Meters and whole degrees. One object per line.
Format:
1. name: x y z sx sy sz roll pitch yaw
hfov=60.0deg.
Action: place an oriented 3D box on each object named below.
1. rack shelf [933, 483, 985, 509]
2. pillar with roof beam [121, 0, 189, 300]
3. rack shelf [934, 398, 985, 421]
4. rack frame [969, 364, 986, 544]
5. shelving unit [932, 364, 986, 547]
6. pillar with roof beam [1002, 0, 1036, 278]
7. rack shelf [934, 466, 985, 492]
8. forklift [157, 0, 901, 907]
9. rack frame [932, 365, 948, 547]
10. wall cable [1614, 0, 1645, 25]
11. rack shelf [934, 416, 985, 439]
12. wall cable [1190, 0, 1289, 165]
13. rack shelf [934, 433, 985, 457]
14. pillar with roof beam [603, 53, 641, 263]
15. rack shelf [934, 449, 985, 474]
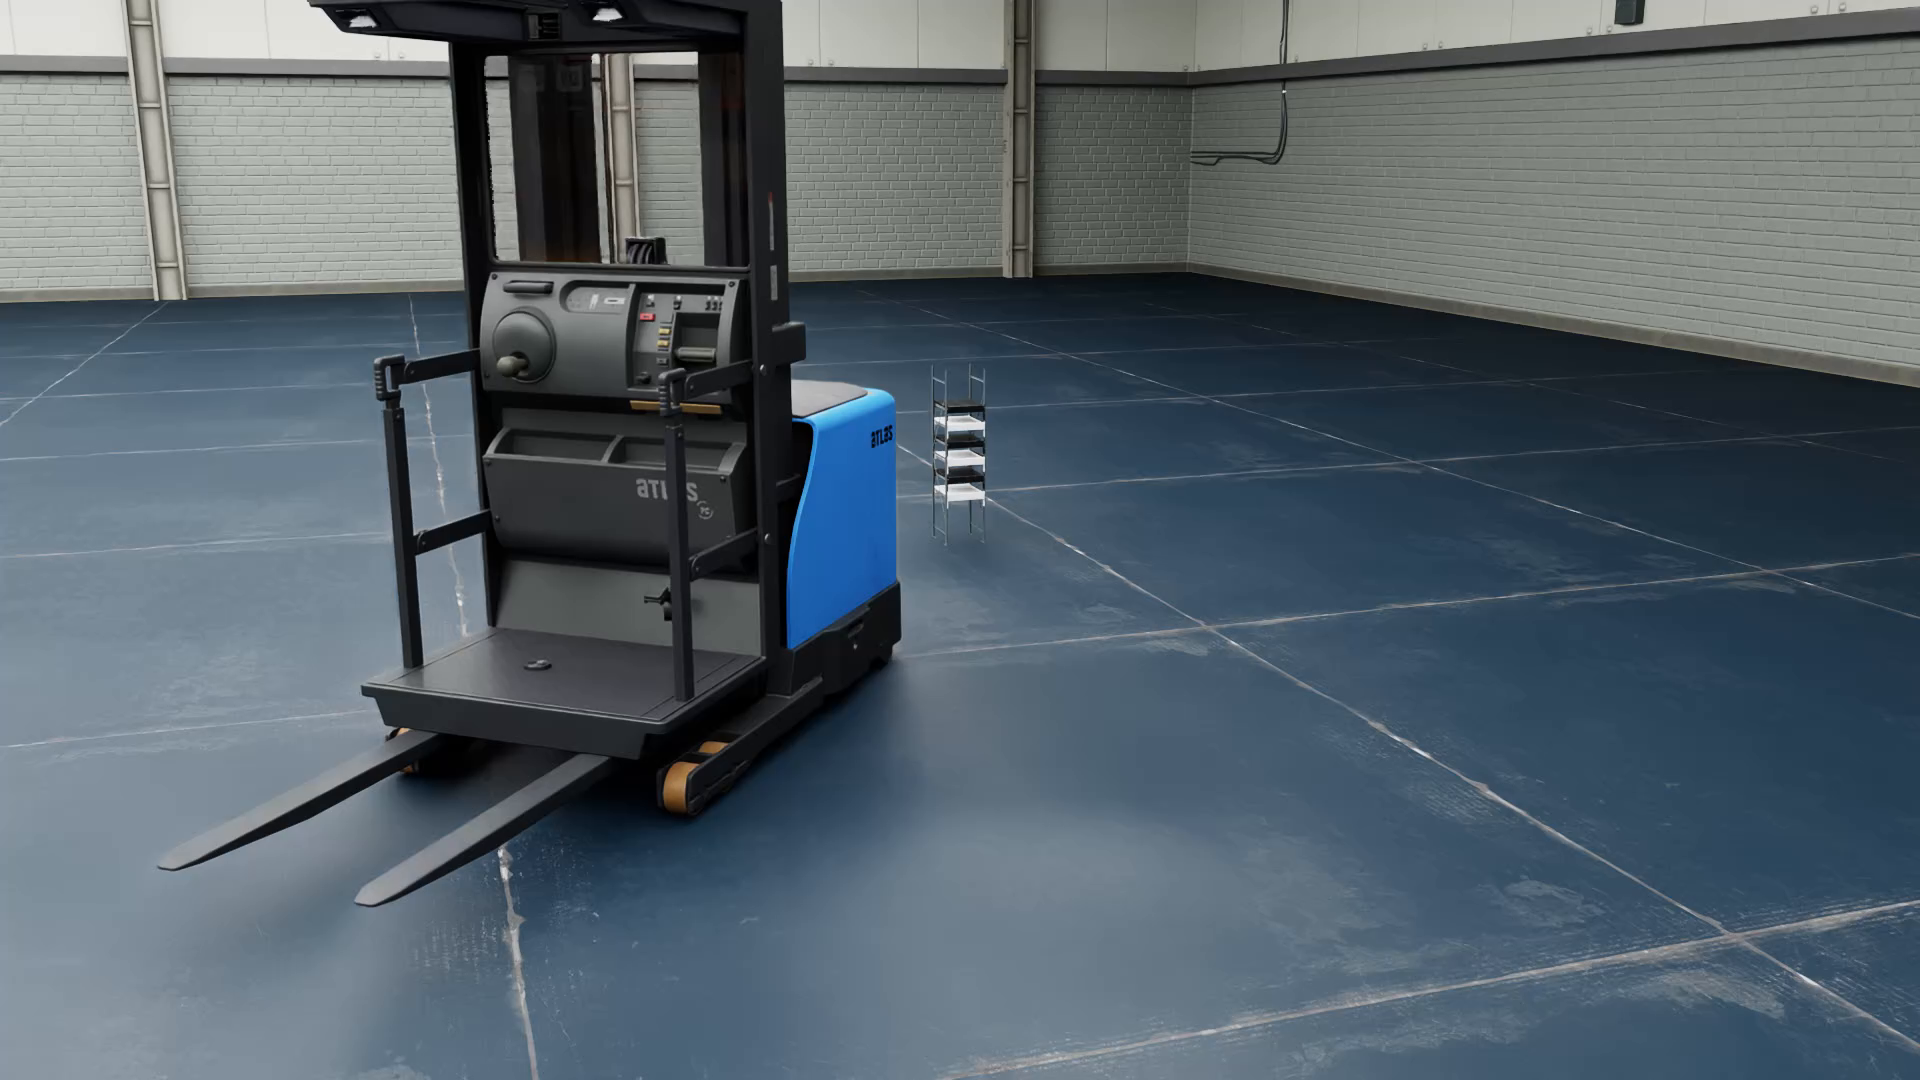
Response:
1. rack shelf: -0.008 -0.230 8.586 0.200 0.077 0.258 -4 14 -18
2. pillar with roof beam: -9.106 -6.638 17.102 0.400 9.000 9.100 -4 14 -18
3. rack shelf: -0.008 -0.667 8.481 0.200 0.077 0.258 -4 14 -18
4. rack frame: 0.089 -0.445 8.568 0.006 0.900 0.240 -4 14 -18
5. shelving unit: -0.008 -0.437 8.536 0.210 0.900 0.258 -4 14 -18
6. pillar with roof beam: 2.267 -7.523 20.826 0.400 9.000 9.100 -4 14 -18
7. rack shelf: -0.008 -0.317 8.565 0.200 0.077 0.258 -4 14 -18
8. forklift: -1.212 -0.687 5.199 1.130 2.935 3.031 5 14 19
9. rack frame: -0.104 -0.430 8.505 0.006 0.900 0.240 -4 14 -18
10. wall cable: 7.121 -7.966 15.338 0.169 6.003 2.305 -4 14 -18
11. rack shelf: -0.008 -0.580 8.502 0.200 0.077 0.258 -4 14 -18
12. wall cable: 4.108 -6.884 24.849 0.112 2.526 3.097 -4 14 -18
13. rack shelf: -0.008 -0.492 8.523 0.200 0.077 0.258 -4 14 -18
14. pillar with roof beam: -3.419 -7.081 18.964 0.400 9.000 9.100 -4 14 -18
15. rack shelf: -0.008 -0.405 8.544 0.200 0.077 0.258 -4 14 -18
